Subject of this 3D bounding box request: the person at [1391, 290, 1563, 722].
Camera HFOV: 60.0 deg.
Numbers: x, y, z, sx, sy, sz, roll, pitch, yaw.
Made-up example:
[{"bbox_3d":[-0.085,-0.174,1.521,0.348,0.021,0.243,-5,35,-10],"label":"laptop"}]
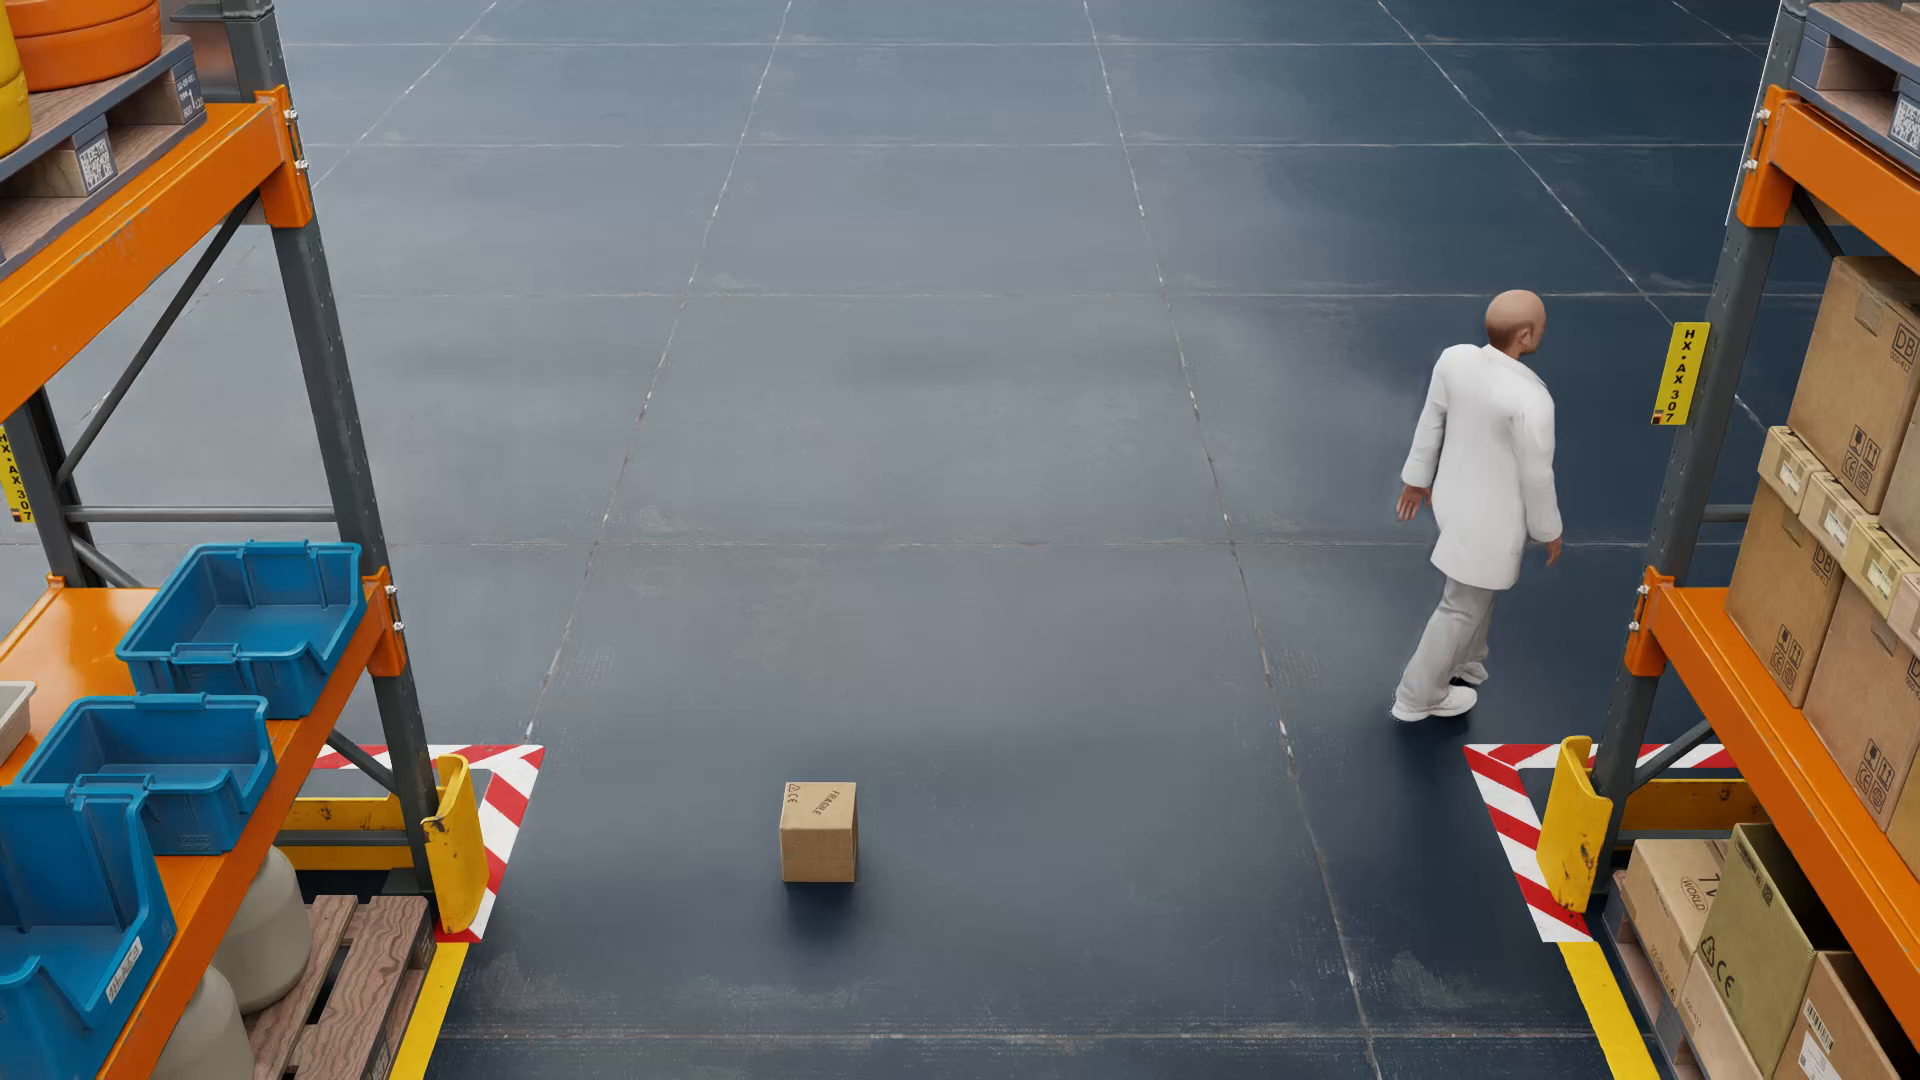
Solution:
[{"bbox_3d":[1.974,-0.089,6.302,0.589,1.838,0.637,-12,33,-19],"label":"person"}]
